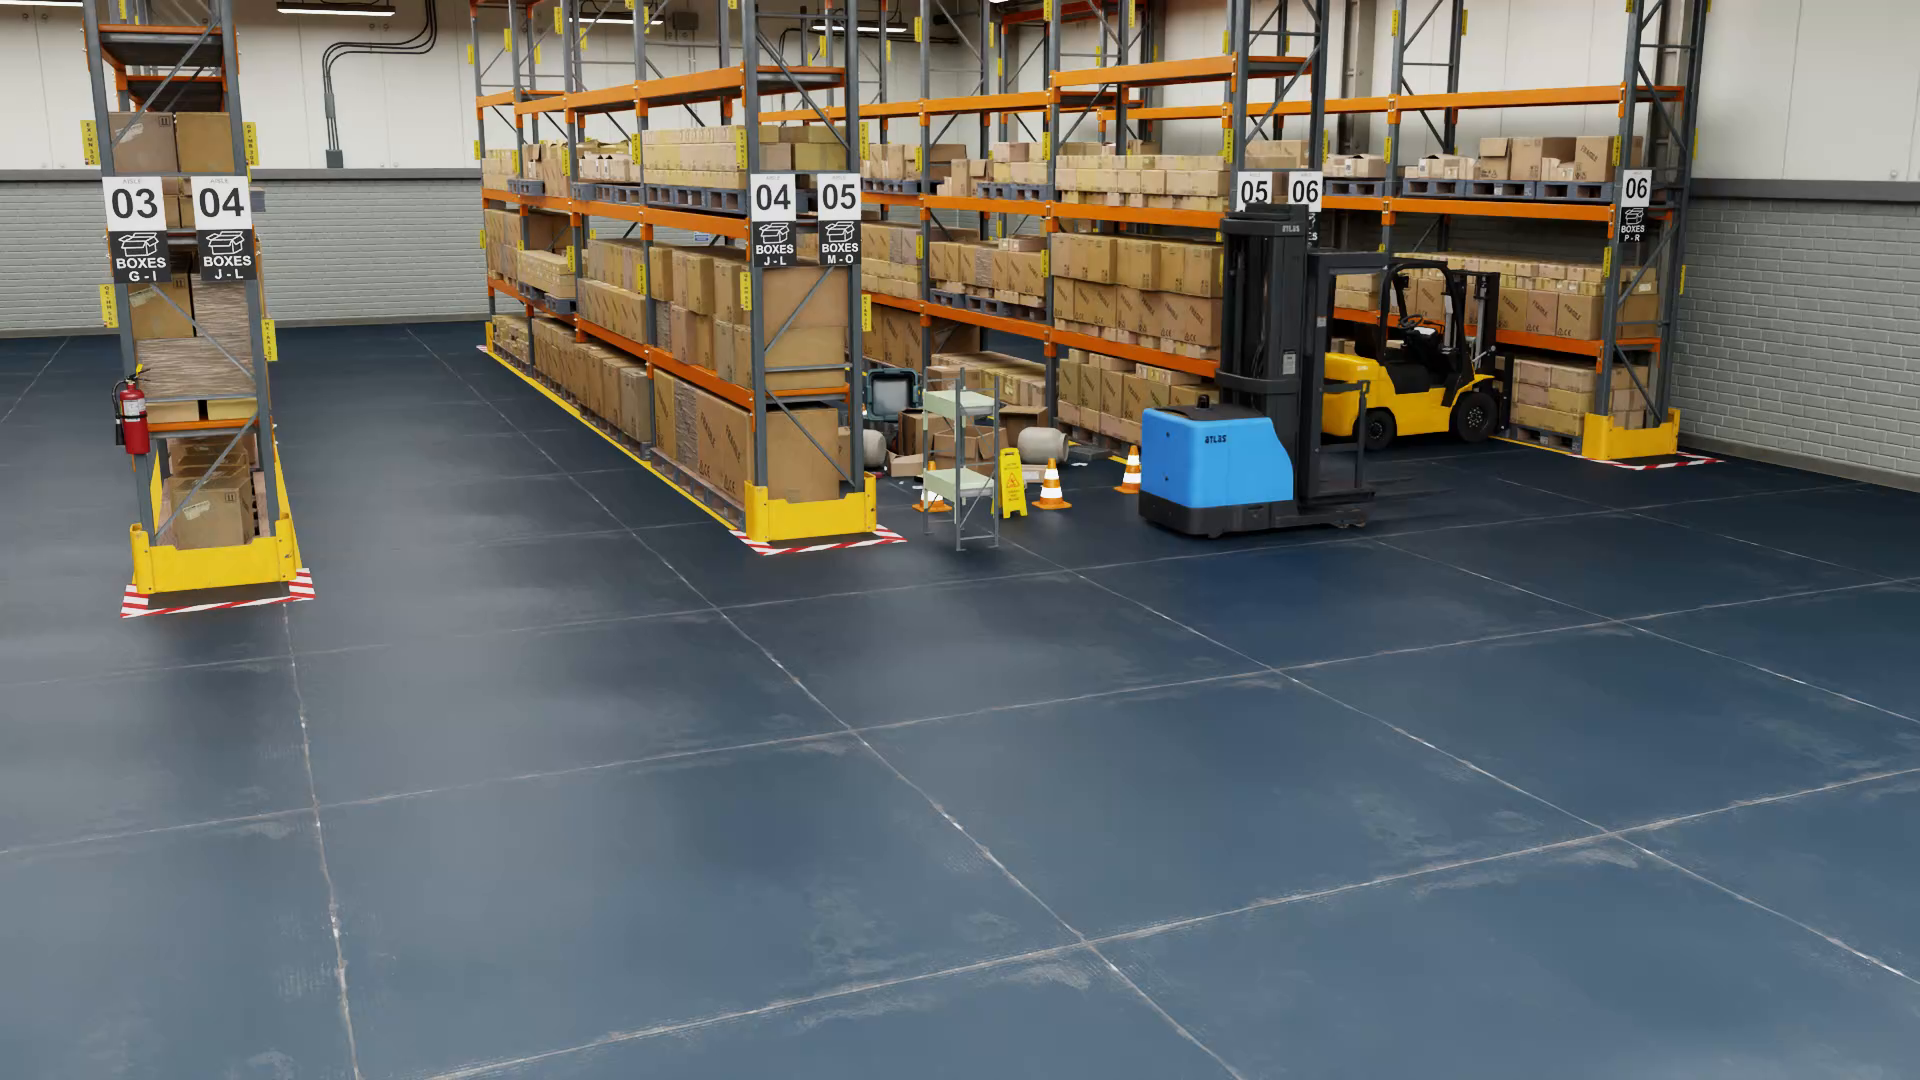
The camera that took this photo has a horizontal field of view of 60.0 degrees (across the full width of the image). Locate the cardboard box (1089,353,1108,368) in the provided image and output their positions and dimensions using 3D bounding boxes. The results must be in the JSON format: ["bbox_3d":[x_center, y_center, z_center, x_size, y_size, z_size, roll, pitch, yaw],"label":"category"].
[{"bbox_3d":[1.725,-2.089,19.308,0.380,0.149,0.250,-5,14,-21],"label":"cardboard box"}]

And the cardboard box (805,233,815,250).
[{"bbox_3d":[-2.309,-5.193,28.215,0.500,0.500,0.500,-6,14,-24],"label":"cardboard box"}]

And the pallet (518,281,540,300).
[{"bbox_3d":[-5.993,-3.746,24.830,1.003,0.211,1.213,-6,14,-23],"label":"pallet"}]

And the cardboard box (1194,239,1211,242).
[{"bbox_3d":[3.654,-4.677,27.265,0.797,0.503,0.637,-6,14,-24],"label":"cardboard box"}]

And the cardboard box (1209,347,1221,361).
[{"bbox_3d":[2.790,-1.935,17.136,0.380,0.149,0.250,-5,14,-21],"label":"cardboard box"}]

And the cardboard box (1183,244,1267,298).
[{"bbox_3d":[2.731,-2.766,17.071,0.700,0.500,0.500,-6,14,-24],"label":"cardboard box"}]

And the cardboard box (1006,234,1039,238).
[{"bbox_3d":[0.845,-4.054,22.483,0.380,0.149,0.250,-6,14,-26],"label":"cardboard box"}]

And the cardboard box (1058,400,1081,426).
[{"bbox_3d":[1.522,-1.545,20.059,0.500,0.250,0.500,-6,14,-26],"label":"cardboard box"}]

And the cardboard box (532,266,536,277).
[{"bbox_3d":[-5.900,-3.844,23.794,0.380,0.149,0.250,-6,14,-24],"label":"cardboard box"}]

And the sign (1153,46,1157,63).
[{"bbox_3d":[3.381,-8.434,28.932,0.100,0.325,0.005,-6,14,-23],"label":"sign"}]

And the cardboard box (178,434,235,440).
[{"bbox_3d":[-7.423,-0.831,16.422,0.500,0.500,0.500,-6,14,-25],"label":"cardboard box"}]

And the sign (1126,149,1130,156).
[{"bbox_3d":[2.027,-4.590,20.250,0.100,0.325,0.005,-6,14,-23],"label":"sign"}]

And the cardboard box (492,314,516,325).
[{"bbox_3d":[-7.870,-3.804,28.725,0.380,0.149,0.250,-6,14,-26],"label":"cardboard box"}]

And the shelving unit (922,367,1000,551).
[{"bbox_3d":[0.003,-0.729,14.695,0.431,1.500,0.755,-6,14,-23],"label":"shelving unit"}]

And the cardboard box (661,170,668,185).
[{"bbox_3d":[-2.823,-3.688,16.902,0.380,0.149,0.250,-6,14,-24],"label":"cardboard box"}]

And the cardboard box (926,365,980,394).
[{"bbox_3d":[-0.086,-1.810,19.903,0.500,0.500,0.500,-6,14,-23],"label":"cardboard box"}]

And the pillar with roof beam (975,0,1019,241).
[{"bbox_3d":[-2.926,-8.927,33.483,9.100,9.000,0.548,-6,14,-23],"label":"pillar with roof beam"}]

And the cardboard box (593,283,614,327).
[{"bbox_3d":[-4.224,-2.907,20.556,0.500,0.500,0.500,-6,14,-23],"label":"cardboard box"}]

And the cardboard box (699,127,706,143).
[{"bbox_3d":[-2.211,-3.761,15.451,0.380,0.149,0.250,-6,14,-23],"label":"cardboard box"}]

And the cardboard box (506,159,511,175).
[{"bbox_3d":[-6.782,-5.824,25.952,0.500,0.250,0.500,-6,14,-25],"label":"cardboard box"}]

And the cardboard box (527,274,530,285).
[{"bbox_3d":[-6.117,-3.809,24.303,0.380,0.149,0.250,-5,14,-22],"label":"cardboard box"}]

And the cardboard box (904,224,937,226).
[{"bbox_3d":[-0.642,-4.627,25.769,0.500,0.500,0.500,-5,14,-22],"label":"cardboard box"}]

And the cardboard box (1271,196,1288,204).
[{"bbox_3d":[3.300,-3.436,16.970,0.380,0.149,0.250,-6,14,-23],"label":"cardboard box"}]

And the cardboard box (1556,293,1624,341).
[{"bbox_3d":[7.244,-2.575,19.123,0.500,0.500,0.500,-6,14,-24],"label":"cardboard box"}]

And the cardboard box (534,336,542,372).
[{"bbox_3d":[-6.113,-2.821,25.019,0.500,0.500,0.500,-5,14,-21],"label":"cardboard box"}]

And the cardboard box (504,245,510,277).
[{"bbox_3d":[-7.024,-4.489,26.733,0.500,0.500,0.500,-6,14,-23],"label":"cardboard box"}]

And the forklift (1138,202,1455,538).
[{"bbox_3d":[3.239,-1.636,15.440,3.031,2.935,1.130,-5,14,-22],"label":"forklift"}]

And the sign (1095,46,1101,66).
[{"bbox_3d":[2.371,-8.299,28.524,0.100,0.325,0.005,-6,14,-23],"label":"sign"}]

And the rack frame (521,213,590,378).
[{"bbox_3d":[-6.166,-4.011,25.547,1.000,3.000,0.127,-6,14,-23],"label":"rack frame"}]

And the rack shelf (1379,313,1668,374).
[{"bbox_3d":[6.881,-2.511,20.664,1.077,0.370,4.000,-6,14,-23],"label":"rack shelf"}]

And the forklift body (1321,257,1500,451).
[{"bbox_3d":[5.251,-2.262,19.874,2.313,2.155,1.214,-6,14,-23],"label":"forklift body"}]

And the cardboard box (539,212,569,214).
[{"bbox_3d":[-6.519,-5.019,26.806,0.500,0.500,0.500,-5,14,-22],"label":"cardboard box"}]

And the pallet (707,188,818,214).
[{"bbox_3d":[-1.666,-3.102,15.165,1.003,0.211,1.213,-6,14,-23],"label":"pallet"}]

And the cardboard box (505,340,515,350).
[{"bbox_3d":[-7.355,-3.252,27.661,0.380,0.149,0.250,-6,14,-26],"label":"cardboard box"}]

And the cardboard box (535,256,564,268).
[{"bbox_3d":[-5.800,-3.938,23.537,0.380,0.149,0.250,-5,14,-21],"label":"cardboard box"}]

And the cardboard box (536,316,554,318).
[{"bbox_3d":[-7.056,-3.757,28.523,0.380,0.149,0.250,-6,14,-24],"label":"cardboard box"}]

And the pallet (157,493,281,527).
[{"bbox_3d":[-6.753,-0.184,15.199,1.003,0.211,1.213,-6,14,-23],"label":"pallet"}]

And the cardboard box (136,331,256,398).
[{"bbox_3d":[-6.140,-1.414,13.447,0.875,0.500,0.500,-6,14,-23],"label":"cardboard box"}]

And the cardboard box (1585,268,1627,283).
[{"bbox_3d":[7.346,-3.013,18.917,0.380,0.149,0.250,-6,14,-23],"label":"cardboard box"}]

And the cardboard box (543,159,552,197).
[{"bbox_3d":[-5.434,-4.995,22.927,0.500,0.500,0.500,-6,14,-23],"label":"cardboard box"}]

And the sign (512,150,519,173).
[{"bbox_3d":[-6.660,-5.674,24.932,0.100,0.325,0.005,-6,14,-23],"label":"sign"}]

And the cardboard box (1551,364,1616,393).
[{"bbox_3d":[7.212,-1.868,19.237,0.500,0.250,0.500,-5,14,-21],"label":"cardboard box"}]

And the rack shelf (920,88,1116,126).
[{"bbox_3d":[0.732,-5.617,21.663,1.077,0.370,4.000,-6,14,-23],"label":"rack shelf"}]

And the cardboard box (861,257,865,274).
[{"bbox_3d":[-1.341,-4.321,26.112,0.500,0.250,0.500,-5,14,-22],"label":"cardboard box"}]

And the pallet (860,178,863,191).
[{"bbox_3d":[-1.259,-5.662,26.454,0.805,0.209,1.217,-6,14,-25],"label":"pallet"}]

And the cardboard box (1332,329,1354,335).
[{"bbox_3d":[5.254,-2.746,24.416,0.875,0.625,0.625,-6,14,-25],"label":"cardboard box"}]

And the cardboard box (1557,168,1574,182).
[{"bbox_3d":[7.072,-4.185,19.050,0.380,0.149,0.250,-6,14,-25],"label":"cardboard box"}]

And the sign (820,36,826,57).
[{"bbox_3d":[-2.190,-7.889,26.575,0.100,0.325,0.005,-6,14,-23],"label":"sign"}]

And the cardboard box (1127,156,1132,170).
[{"bbox_3d":[2.059,-4.145,18.264,0.380,0.149,0.250,-5,14,-22],"label":"cardboard box"}]

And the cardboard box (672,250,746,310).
[{"bbox_3d":[-2.428,-2.651,16.943,0.875,0.550,0.550,-6,14,-23],"label":"cardboard box"}]

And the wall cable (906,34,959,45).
[{"bbox_3d":[0.185,-12.668,37.315,2.988,3.039,0.133,-6,14,-23],"label":"wall cable"}]

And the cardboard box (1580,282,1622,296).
[{"bbox_3d":[7.287,-2.860,18.914,0.380,0.149,0.250,-5,14,-22],"label":"cardboard box"}]

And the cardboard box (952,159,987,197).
[{"bbox_3d":[0.302,-4.966,22.799,0.700,0.500,0.500,-6,14,-23],"label":"cardboard box"}]

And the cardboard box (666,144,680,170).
[{"bbox_3d":[-2.616,-3.810,16.547,0.500,0.250,0.500,-6,14,-24],"label":"cardboard box"}]

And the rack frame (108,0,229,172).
[{"bbox_3d":[-7.547,-4.854,15.884,1.000,3.000,0.127,-6,14,-23],"label":"rack frame"}]

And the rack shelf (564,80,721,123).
[{"bbox_3d":[-3.763,-5.149,19.641,1.077,0.370,4.000,-6,14,-23],"label":"rack shelf"}]

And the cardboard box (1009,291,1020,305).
[{"bbox_3d":[0.849,-3.096,21.219,0.380,0.149,0.250,-6,14,-24],"label":"cardboard box"}]
